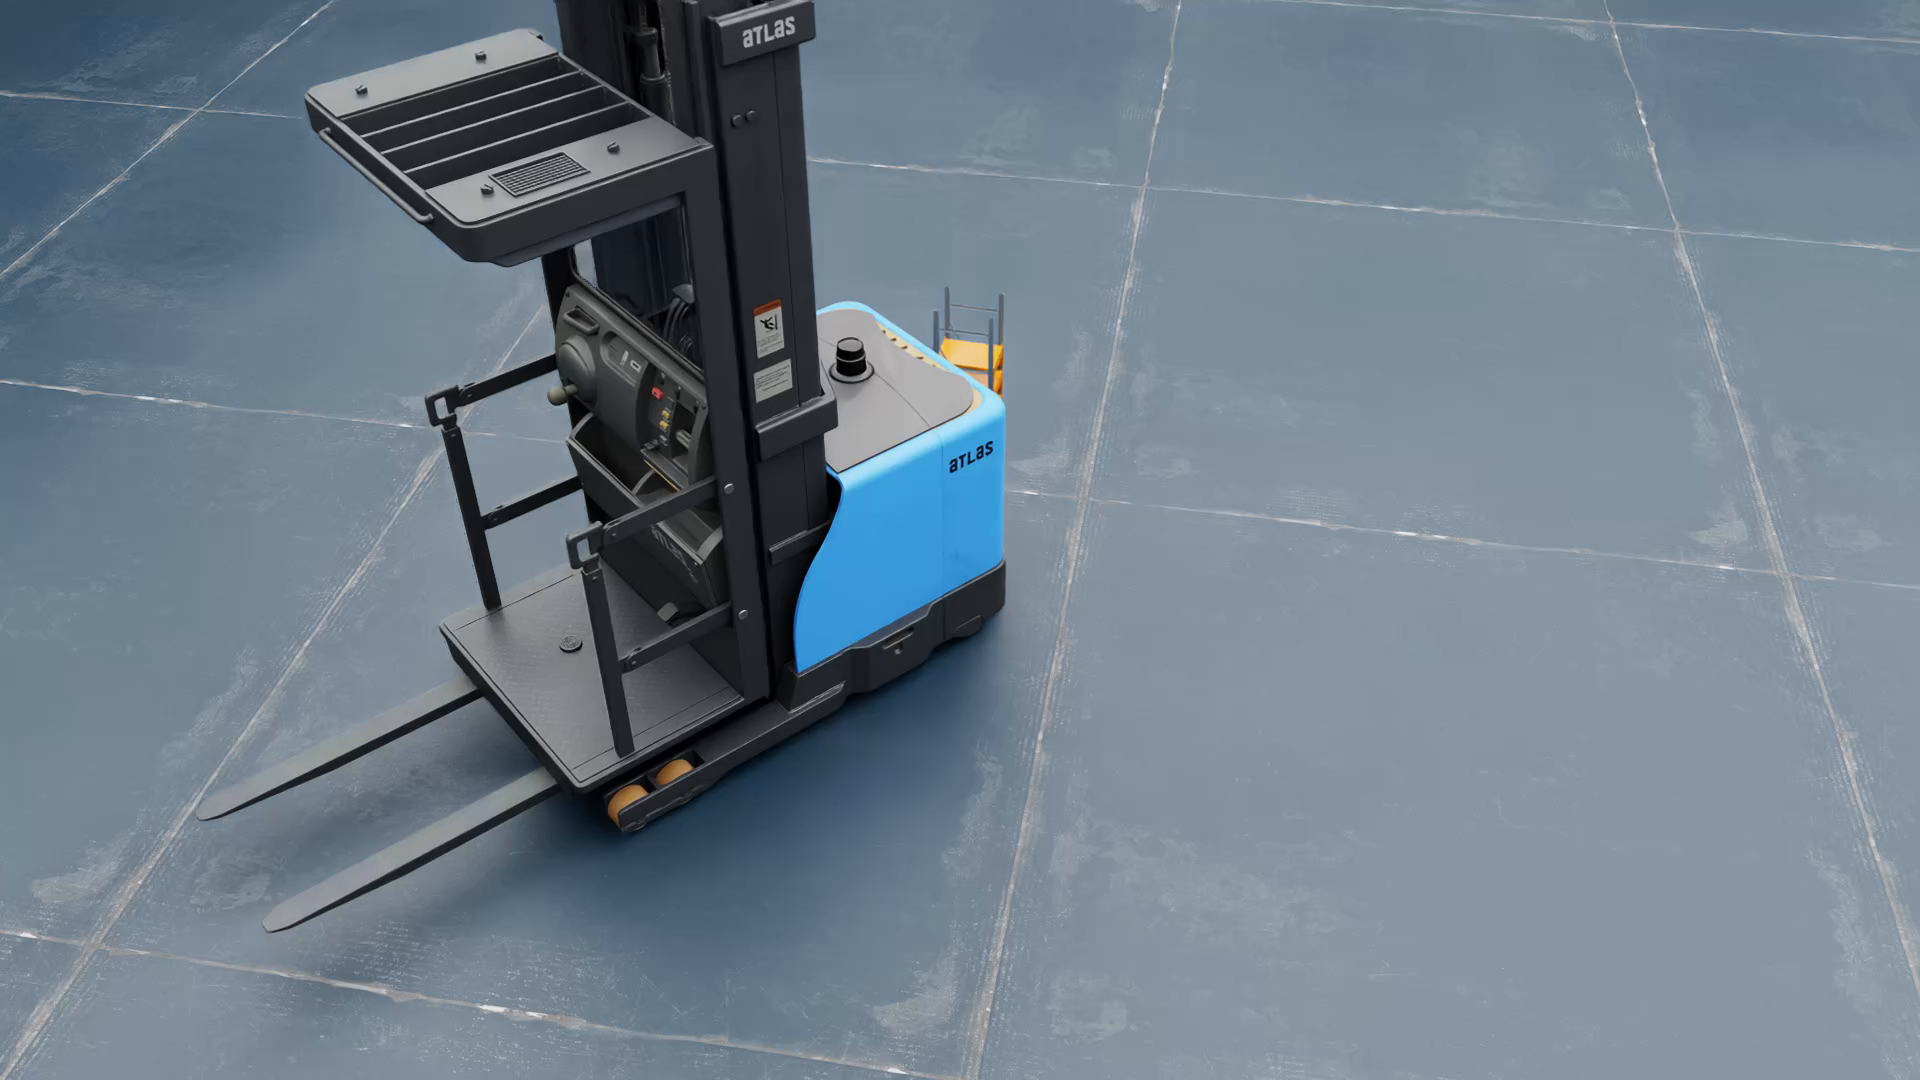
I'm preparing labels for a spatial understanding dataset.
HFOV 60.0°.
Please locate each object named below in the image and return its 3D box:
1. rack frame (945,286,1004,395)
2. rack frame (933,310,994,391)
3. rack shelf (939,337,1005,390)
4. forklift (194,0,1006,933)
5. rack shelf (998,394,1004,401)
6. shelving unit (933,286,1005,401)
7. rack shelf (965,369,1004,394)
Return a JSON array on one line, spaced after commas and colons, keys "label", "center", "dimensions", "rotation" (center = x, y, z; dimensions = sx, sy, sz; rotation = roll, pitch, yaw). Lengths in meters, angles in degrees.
[{"label": "rack frame", "center": [0.056, -0.524, 6.942], "dimensions": [0.240, 1.200, 0.006], "rotation": [9, 40, 10]}, {"label": "rack frame", "center": [0.014, -0.410, 6.804], "dimensions": [0.240, 1.200, 0.006], "rotation": [9, 40, 10]}, {"label": "rack shelf", "center": [0.035, -0.710, 6.672], "dimensions": [0.258, 0.103, 0.180], "rotation": [9, 40, 10]}, {"label": "forklift", "center": [-1.274, -0.465, 5.512], "dimensions": [3.031, 2.935, 1.130], "rotation": [-28, 47, -29]}, {"label": "rack shelf", "center": [0.035, -0.525, 6.825], "dimensions": [0.258, 0.103, 0.180], "rotation": [9, 40, 10]}, {"label": "shelving unit", "center": [0.035, -0.467, 6.873], "dimensions": [0.258, 1.200, 0.189], "rotation": [9, 40, 10]}, {"label": "rack shelf", "center": [0.035, -0.617, 6.748], "dimensions": [0.258, 0.103, 0.180], "rotation": [9, 40, 10]}]
